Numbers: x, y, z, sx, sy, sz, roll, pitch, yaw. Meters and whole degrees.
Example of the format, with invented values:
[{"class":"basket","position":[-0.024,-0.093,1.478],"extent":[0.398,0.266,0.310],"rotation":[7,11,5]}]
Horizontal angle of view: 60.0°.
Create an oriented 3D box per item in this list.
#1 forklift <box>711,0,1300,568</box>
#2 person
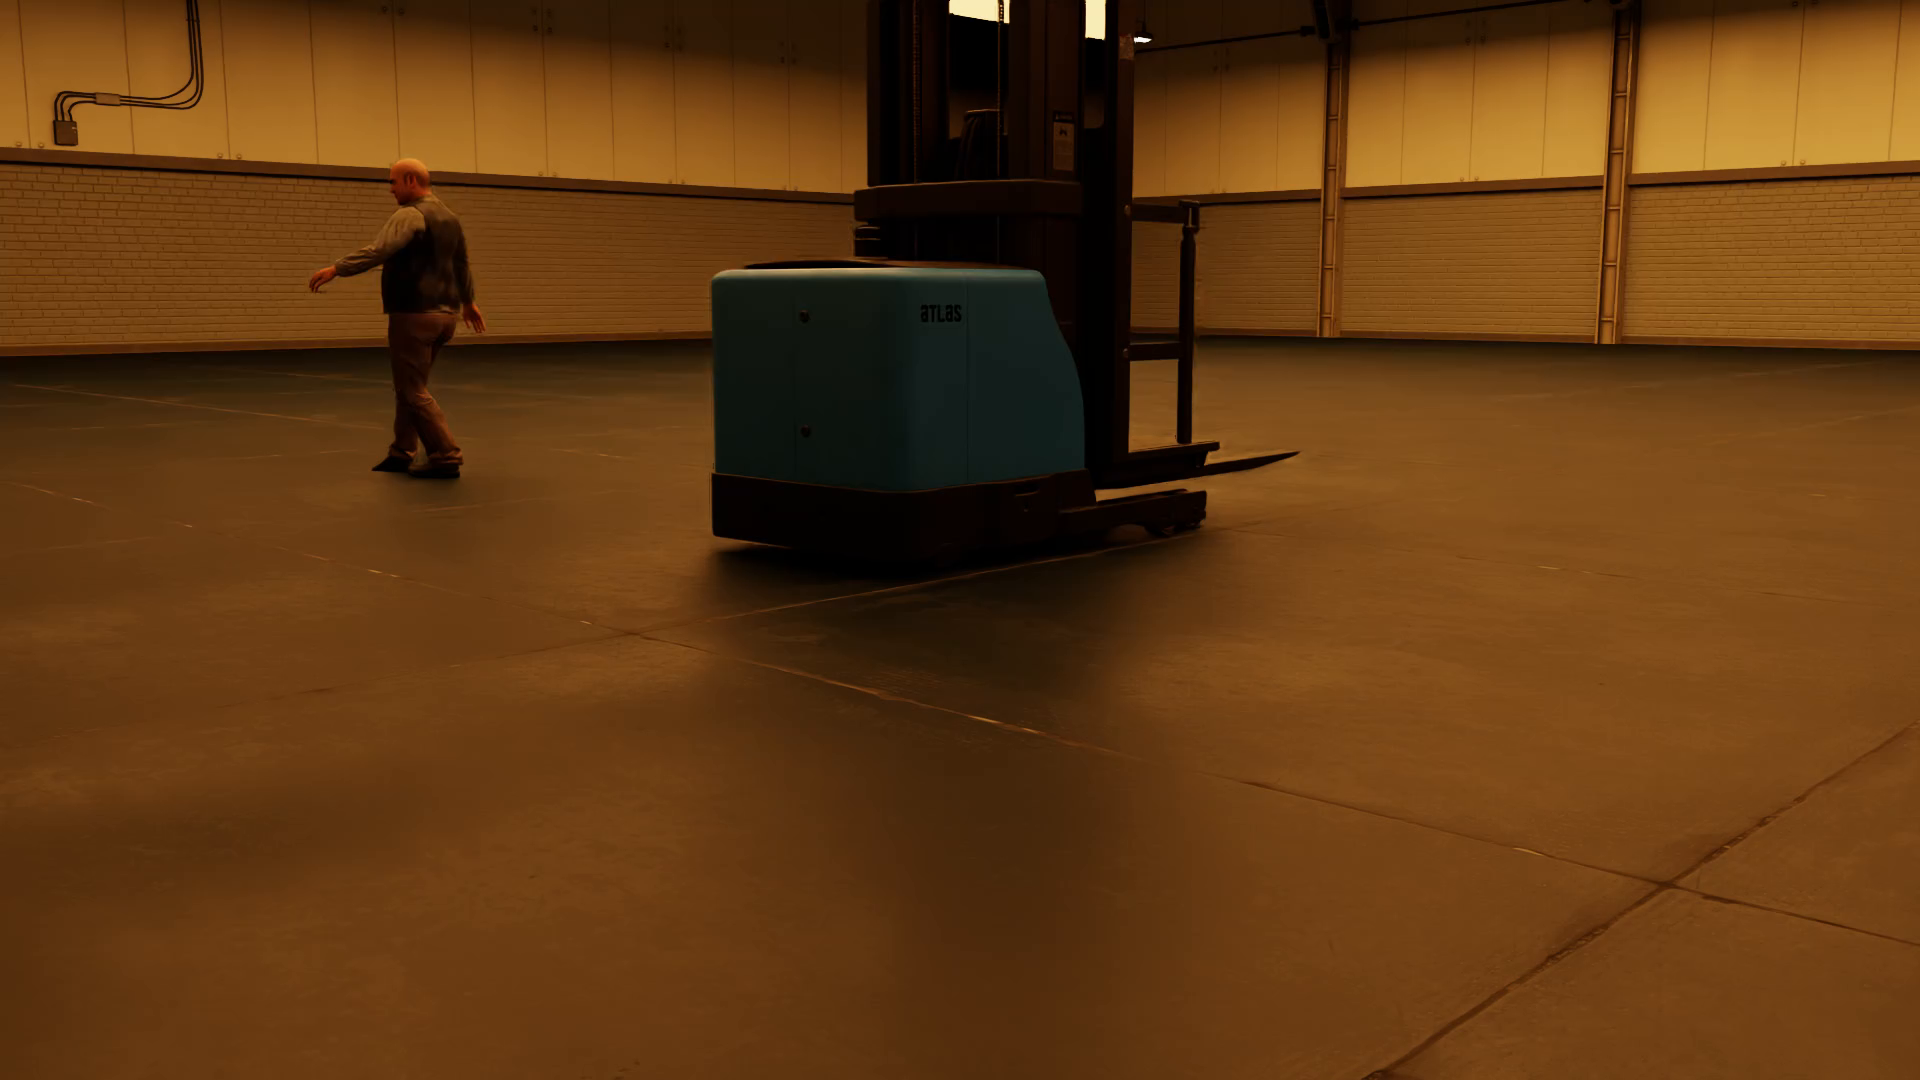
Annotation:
[{"class":"forklift","position":[0.397,-1.519,6.960],"extent":[1.130,2.935,3.031],"rotation":[7,11,41]},{"class":"person","position":[-2.988,-1.183,9.008],"extent":[0.693,1.722,0.974],"rotation":[2,9,14]}]
